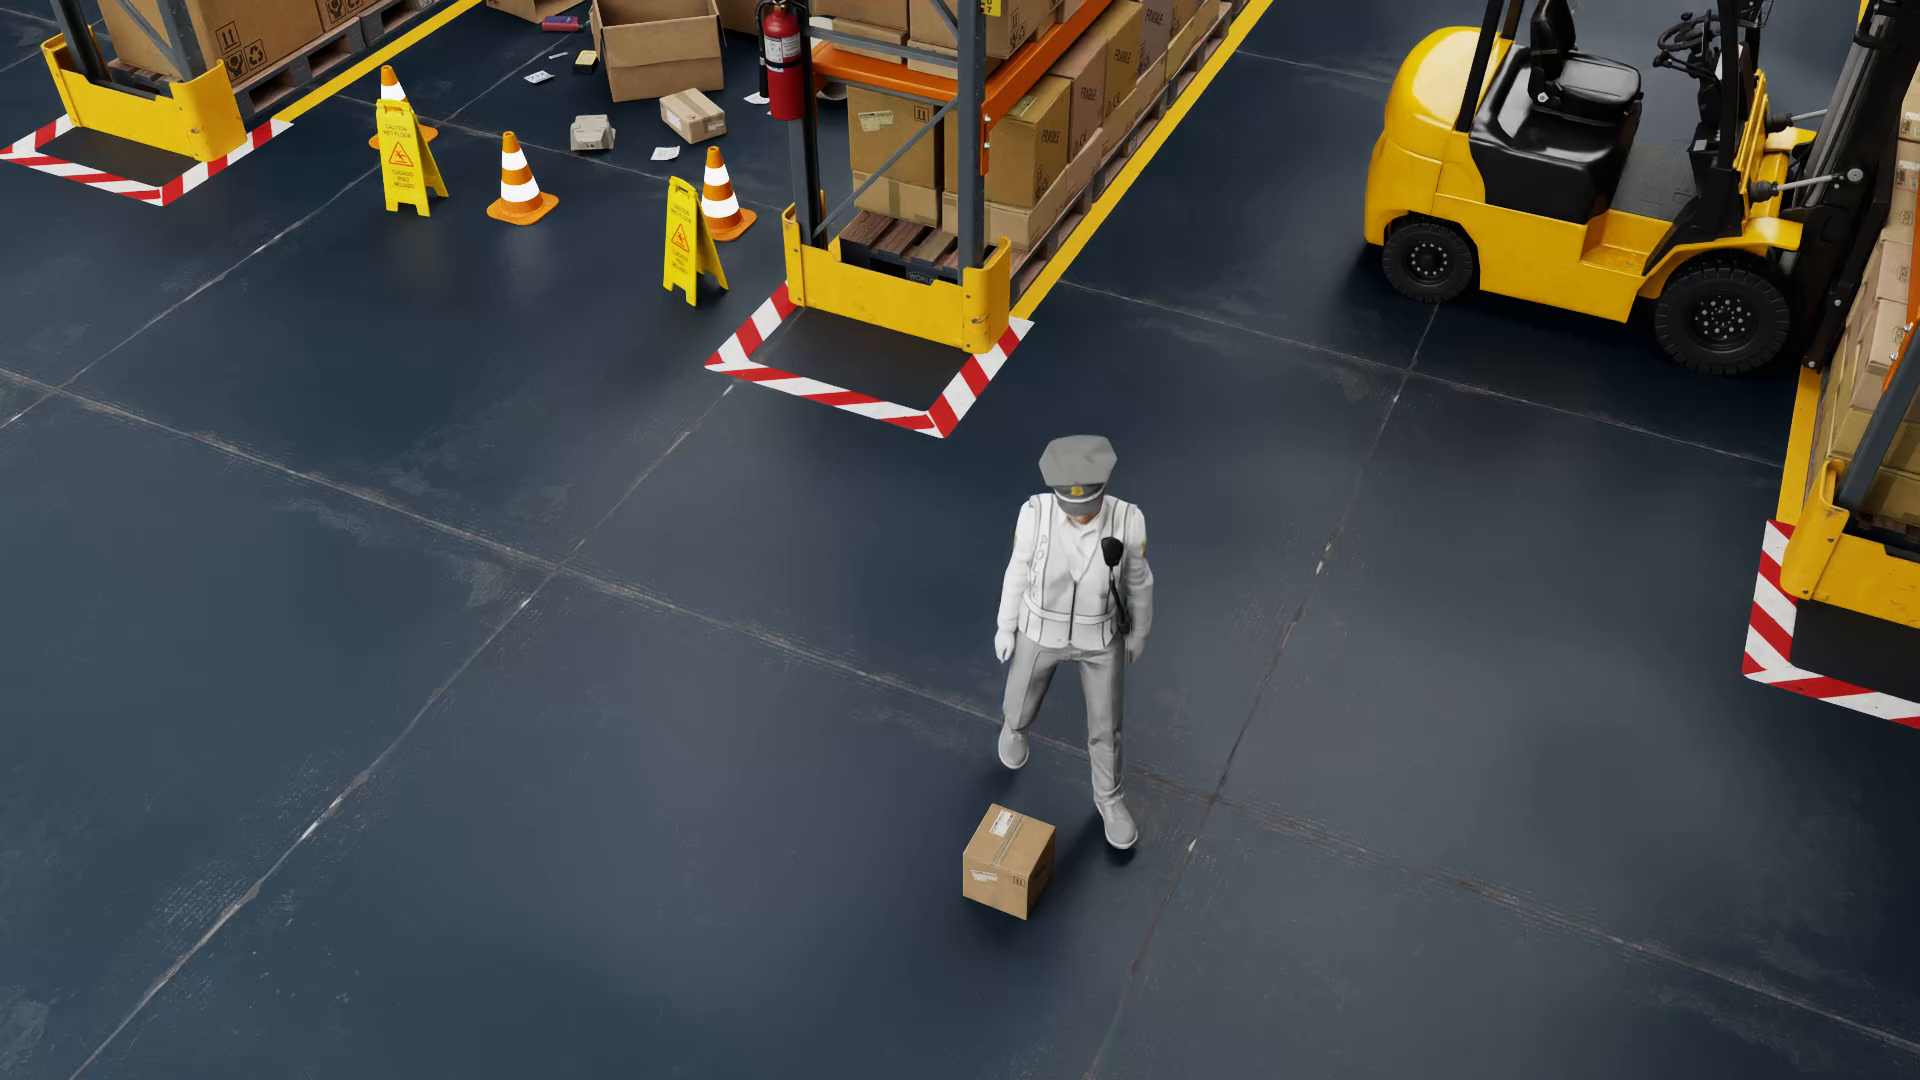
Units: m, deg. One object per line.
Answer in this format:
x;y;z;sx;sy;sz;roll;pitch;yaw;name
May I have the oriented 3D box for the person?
0.402;0.330;5.773;0.551;1.652;0.596;4;42;4;person
